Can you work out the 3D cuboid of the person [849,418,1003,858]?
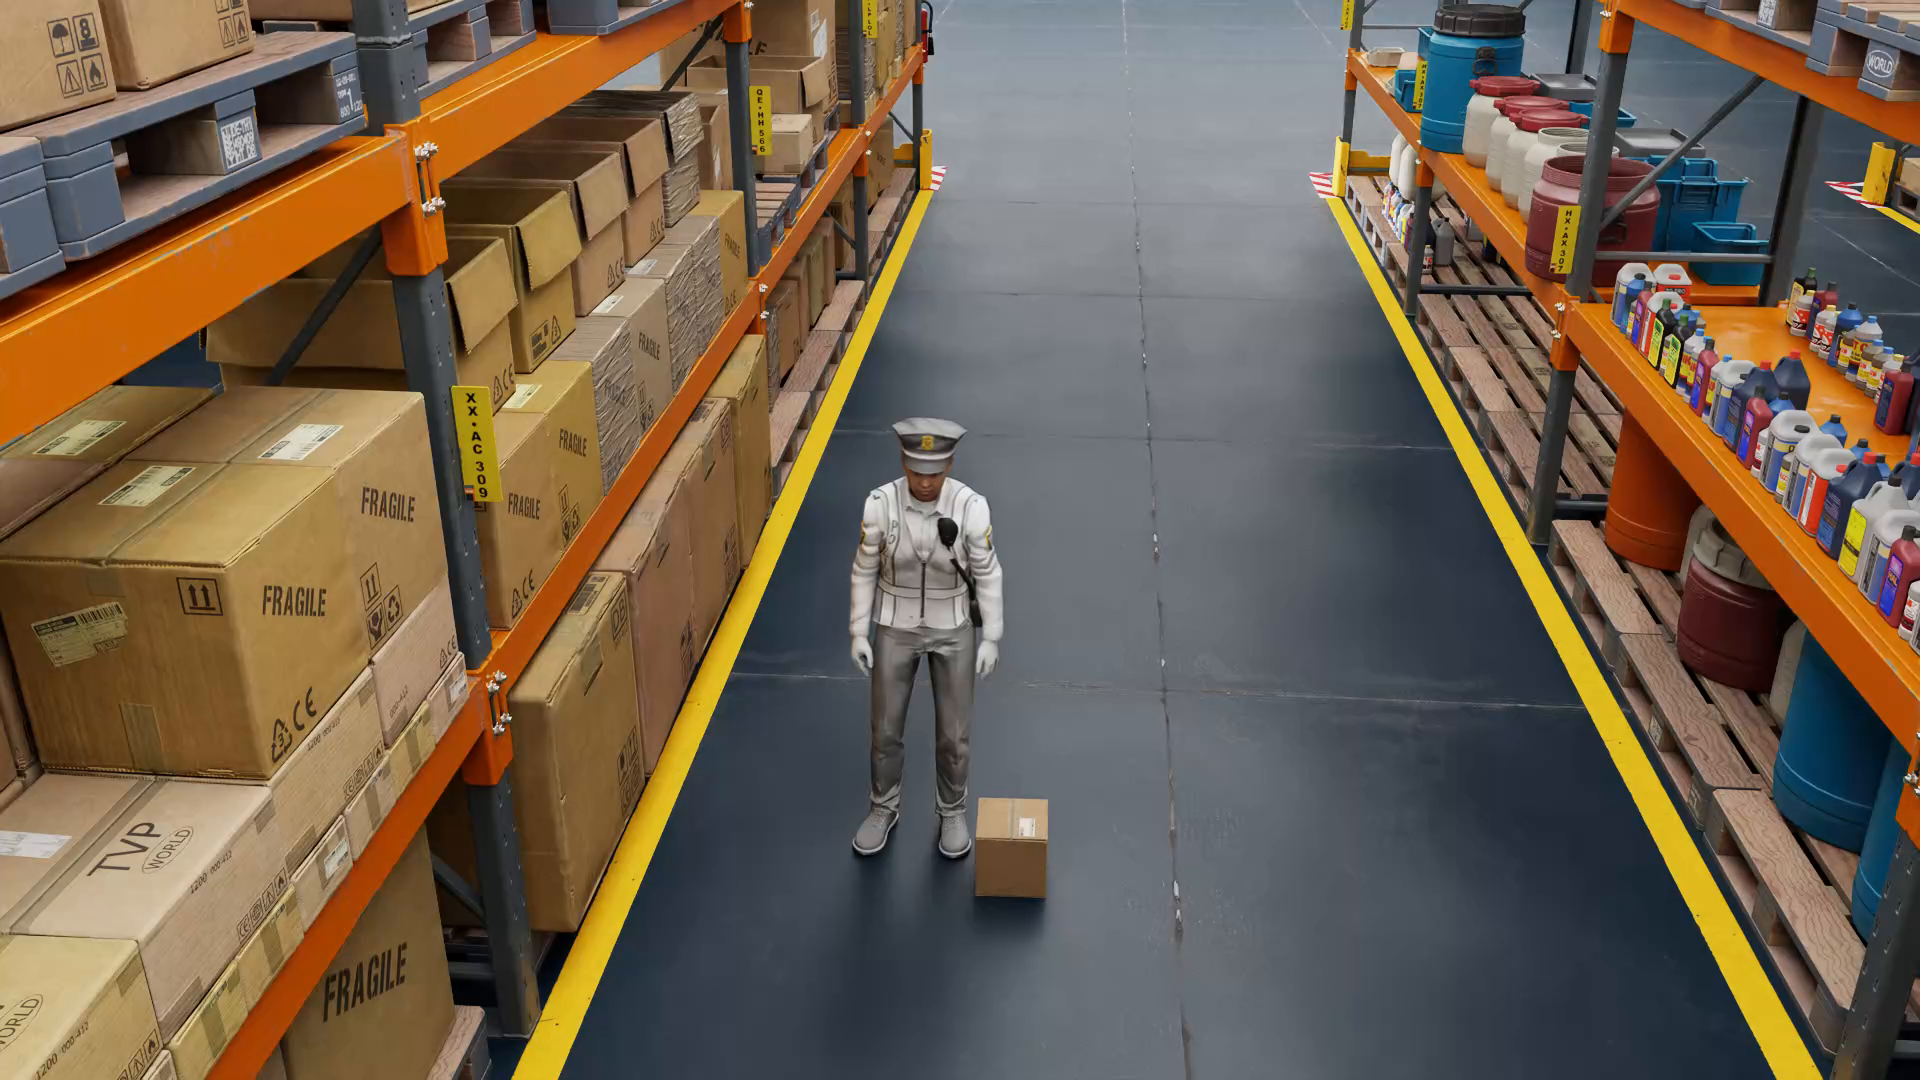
[{"bbox_3d":[-0.119,0.342,5.855,0.541,1.664,0.374,2,25,3],"label":"person"}]
